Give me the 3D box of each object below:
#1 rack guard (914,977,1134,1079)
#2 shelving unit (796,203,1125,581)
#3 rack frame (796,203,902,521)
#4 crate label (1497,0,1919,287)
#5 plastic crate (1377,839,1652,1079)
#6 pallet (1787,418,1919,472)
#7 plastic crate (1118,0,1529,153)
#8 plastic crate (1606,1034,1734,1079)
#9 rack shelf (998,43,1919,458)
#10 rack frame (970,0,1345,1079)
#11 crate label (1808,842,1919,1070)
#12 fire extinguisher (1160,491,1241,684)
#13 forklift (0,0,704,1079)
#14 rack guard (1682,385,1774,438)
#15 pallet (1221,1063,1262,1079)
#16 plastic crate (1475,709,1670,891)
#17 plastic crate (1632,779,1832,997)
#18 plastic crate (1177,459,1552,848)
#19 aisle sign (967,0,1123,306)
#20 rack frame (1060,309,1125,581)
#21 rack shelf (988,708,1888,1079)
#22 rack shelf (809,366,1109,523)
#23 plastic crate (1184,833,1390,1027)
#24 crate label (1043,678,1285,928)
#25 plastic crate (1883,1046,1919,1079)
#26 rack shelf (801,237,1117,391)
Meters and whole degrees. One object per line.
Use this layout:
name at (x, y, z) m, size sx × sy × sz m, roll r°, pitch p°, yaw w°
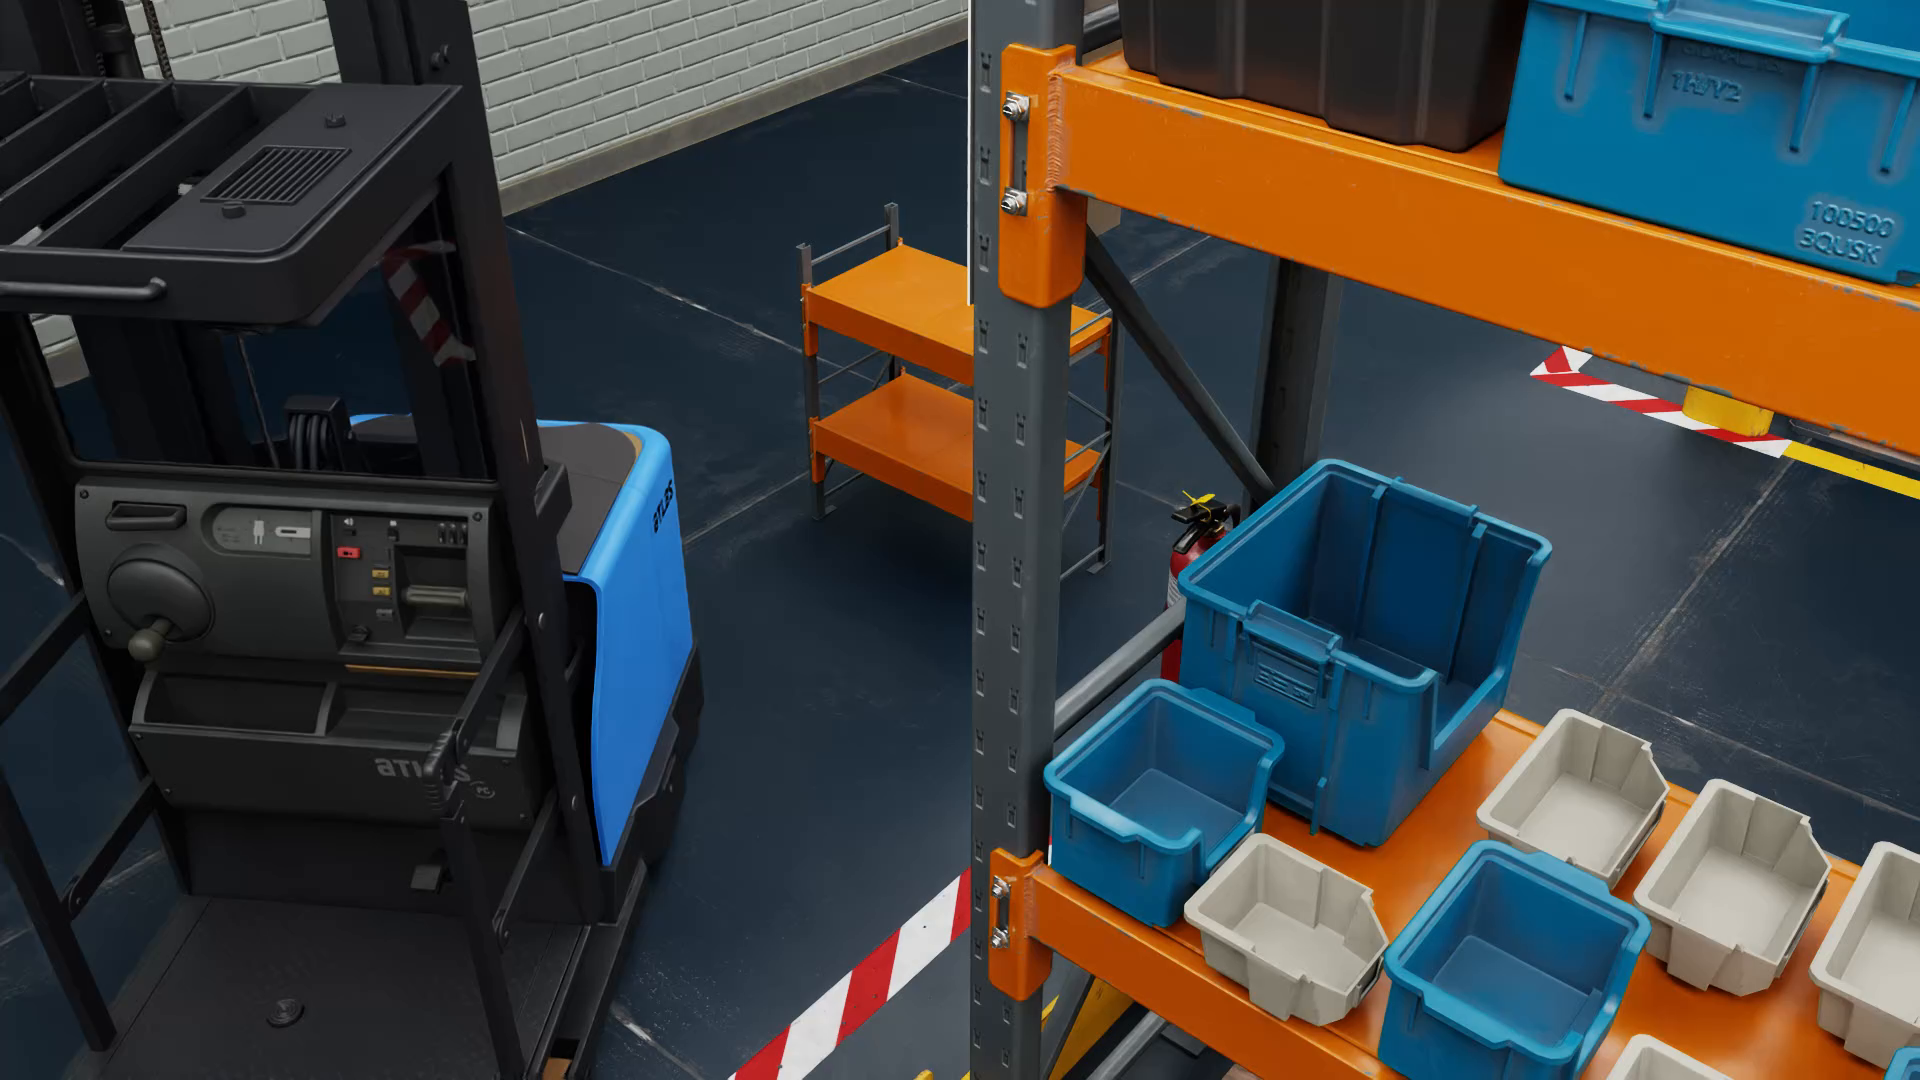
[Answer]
rack guard at (0.357, 1.231, 4.016) m, size 0.348 × 0.500 × 1.175 m, roll 25°, pitch 42°, yaw 32°
shelving unit at (-0.005, -0.466, 5.935) m, size 1.048 × 1.125 × 0.538 m, roll 25°, pitch 42°, yaw 32°
rack frame at (-0.396, -0.650, 6.203) m, size 0.032 × 1.125 × 0.500 m, roll 25°, pitch 42°, yaw 32°
crate label at (0.886, -0.497, 1.806) m, size 0.502 × 0.251 × 0.408 m, roll 25°, pitch 42°, yaw 32°
plastic crate at (0.869, 0.719, 2.649) m, size 0.300 × 0.233 × 0.416 m, roll 25°, pitch 42°, yaw 32°
pallet at (4.218, -0.547, 6.859) m, size 1.213 × 0.211 × 1.003 m, roll 25°, pitch 42°, yaw 32°
plastic crate at (0.502, -0.719, 2.113) m, size 0.590 × 0.269 × 0.497 m, roll 25°, pitch 42°, yaw 32°
plastic crate at (1.078, 0.918, 2.444) m, size 0.298 × 0.136 × 0.250 m, roll 25°, pitch 42°, yaw 32°
rack shelf at (1.921, -0.012, 1.604) m, size 4.000 × 0.370 × 1.077 m, roll 25°, pitch 42°, yaw 32°
rack frame at (0.384, 0.203, 3.304) m, size 0.127 × 3.000 × 1.000 m, roll 25°, pitch 42°, yaw 32°
crate label at (1.570, 0.705, 2.753) m, size 0.243 × 0.136 × 0.396 m, roll 25°, pitch 42°, yaw 32°
fire extinguisher at (0.559, 0.137, 3.799) m, size 0.183 × 0.674 × 0.296 m, roll 25°, pitch 42°, yaw 32°
forklift at (-1.489, 0.145, 3.449) m, size 1.130 × 2.935 × 3.031 m, roll 3°, pitch 35°, yaw 5°
rack guard at (3.535, -0.930, 7.162) m, size 0.348 × 0.500 × 1.175 m, roll 25°, pitch 42°, yaw 32°
pallet at (0.993, 1.668, 3.634) m, size 1.213 × 0.211 × 1.003 m, roll 25°, pitch 42°, yaw 32°
plastic crate at (1.127, 0.504, 3.047) m, size 0.243 × 0.136 × 0.396 m, roll 25°, pitch 42°, yaw 32°
plastic crate at (1.340, 0.615, 2.885) m, size 0.243 × 0.136 × 0.396 m, roll 25°, pitch 42°, yaw 32°
plastic crate at (0.761, 0.204, 3.219) m, size 0.499 × 0.435 × 0.616 m, roll 25°, pitch 42°, yaw 32°
aisle sign at (0.139, -0.765, 2.418) m, size 0.004 × 0.787 × 0.394 m, roll 25°, pitch 42°, yaw 32°
rack frame at (0.385, -0.282, 5.667) m, size 0.032 × 1.125 × 0.500 m, roll 25°, pitch 42°, yaw 32°
rack shelf at (1.921, 1.224, 2.453) m, size 4.000 × 0.370 × 1.077 m, roll 25°, pitch 42°, yaw 32°
rack shelf at (-0.005, -0.265, 6.074) m, size 1.000 × 0.278 × 0.538 m, roll 25°, pitch 42°, yaw 32°
plastic crate at (0.557, 0.672, 2.802) m, size 0.298 × 0.136 × 0.250 m, roll 25°, pitch 42°, yaw 32°
crate label at (0.363, 0.480, 2.996) m, size 0.303 × 0.233 × 0.416 m, roll 25°, pitch 42°, yaw 32°
plastic crate at (1.375, 0.957, 2.302) m, size 0.300 × 0.233 × 0.416 m, roll 25°, pitch 42°, yaw 32°
rack shelf at (-0.005, -0.707, 5.769) m, size 1.000 × 0.278 × 0.538 m, roll 25°, pitch 42°, yaw 32°
